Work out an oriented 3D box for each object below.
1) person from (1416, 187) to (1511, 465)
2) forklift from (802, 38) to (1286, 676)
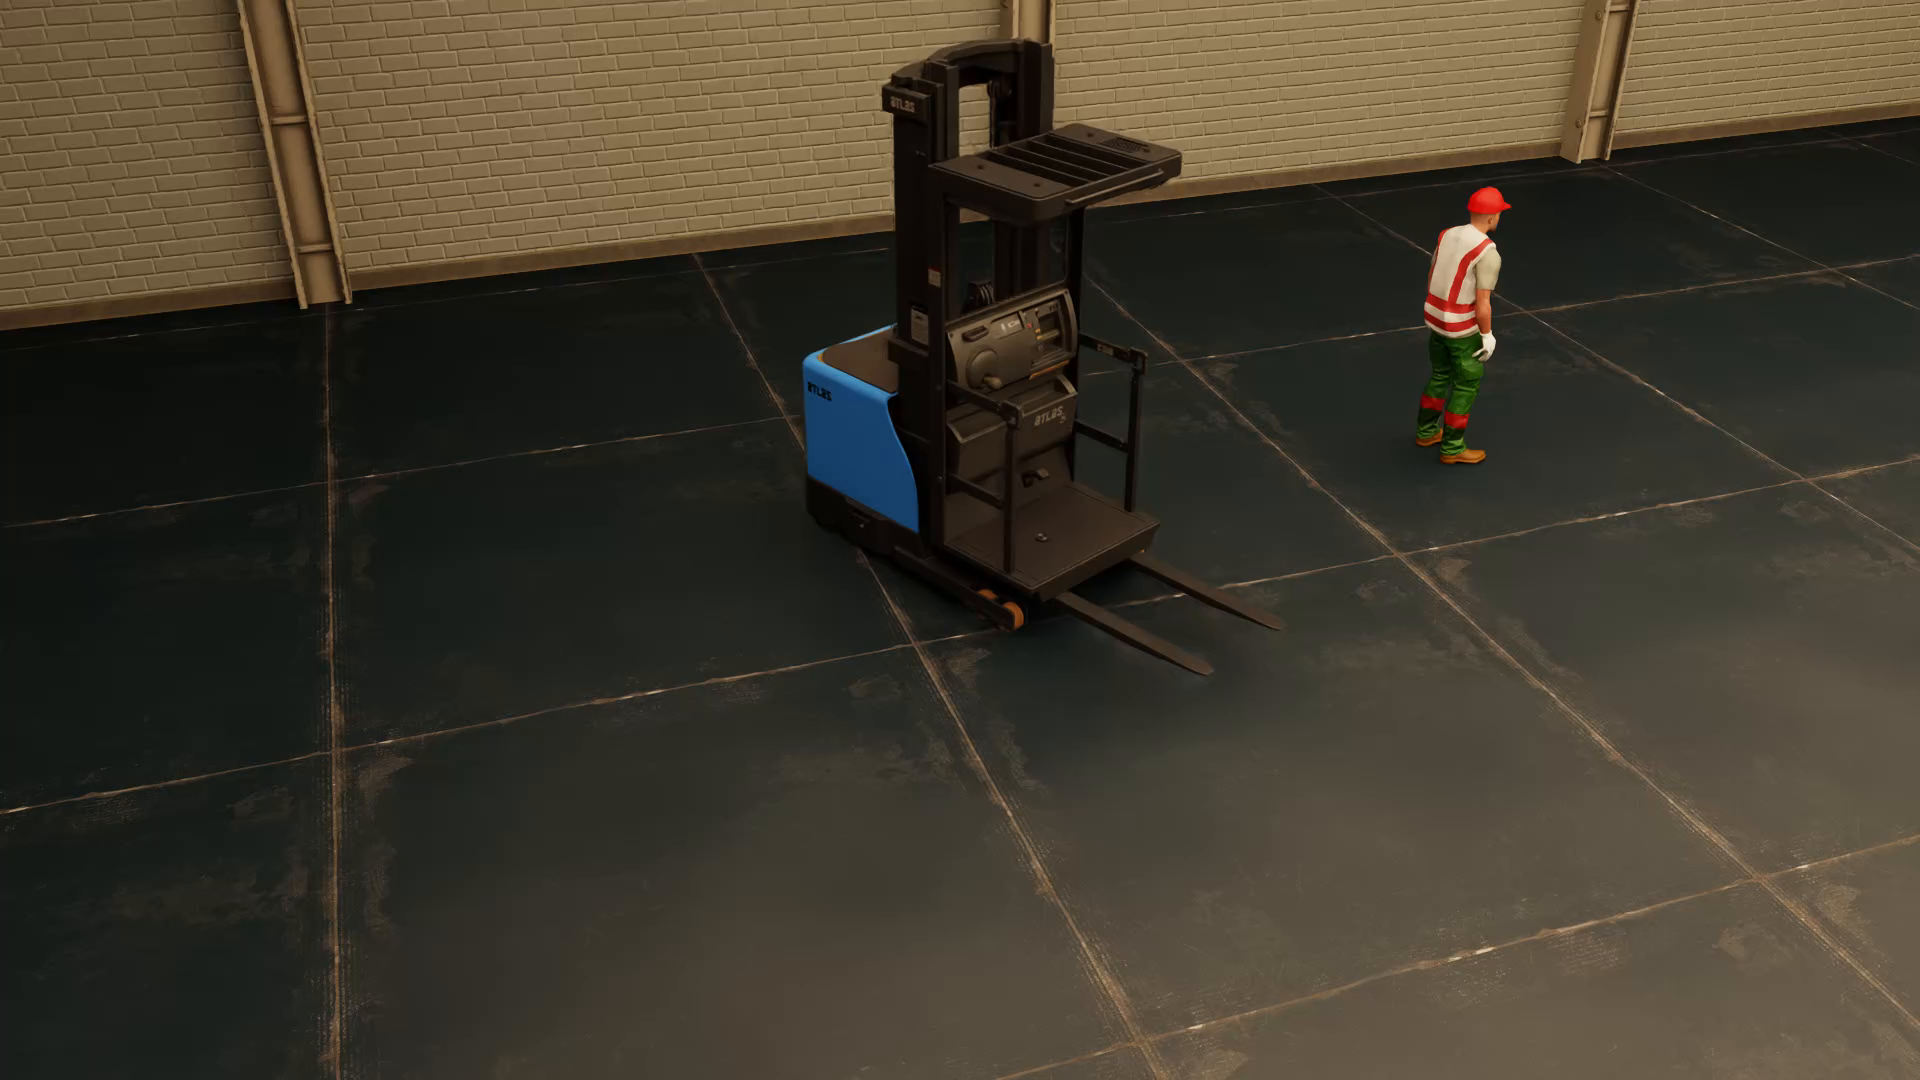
[{"bbox_3d":[3.208,-1.374,10.636,0.454,1.777,0.607,-11,32,-18],"label":"person"},{"bbox_3d":[0.438,-1.054,8.918,1.130,2.935,3.031,-26,39,-37],"label":"forklift"}]
